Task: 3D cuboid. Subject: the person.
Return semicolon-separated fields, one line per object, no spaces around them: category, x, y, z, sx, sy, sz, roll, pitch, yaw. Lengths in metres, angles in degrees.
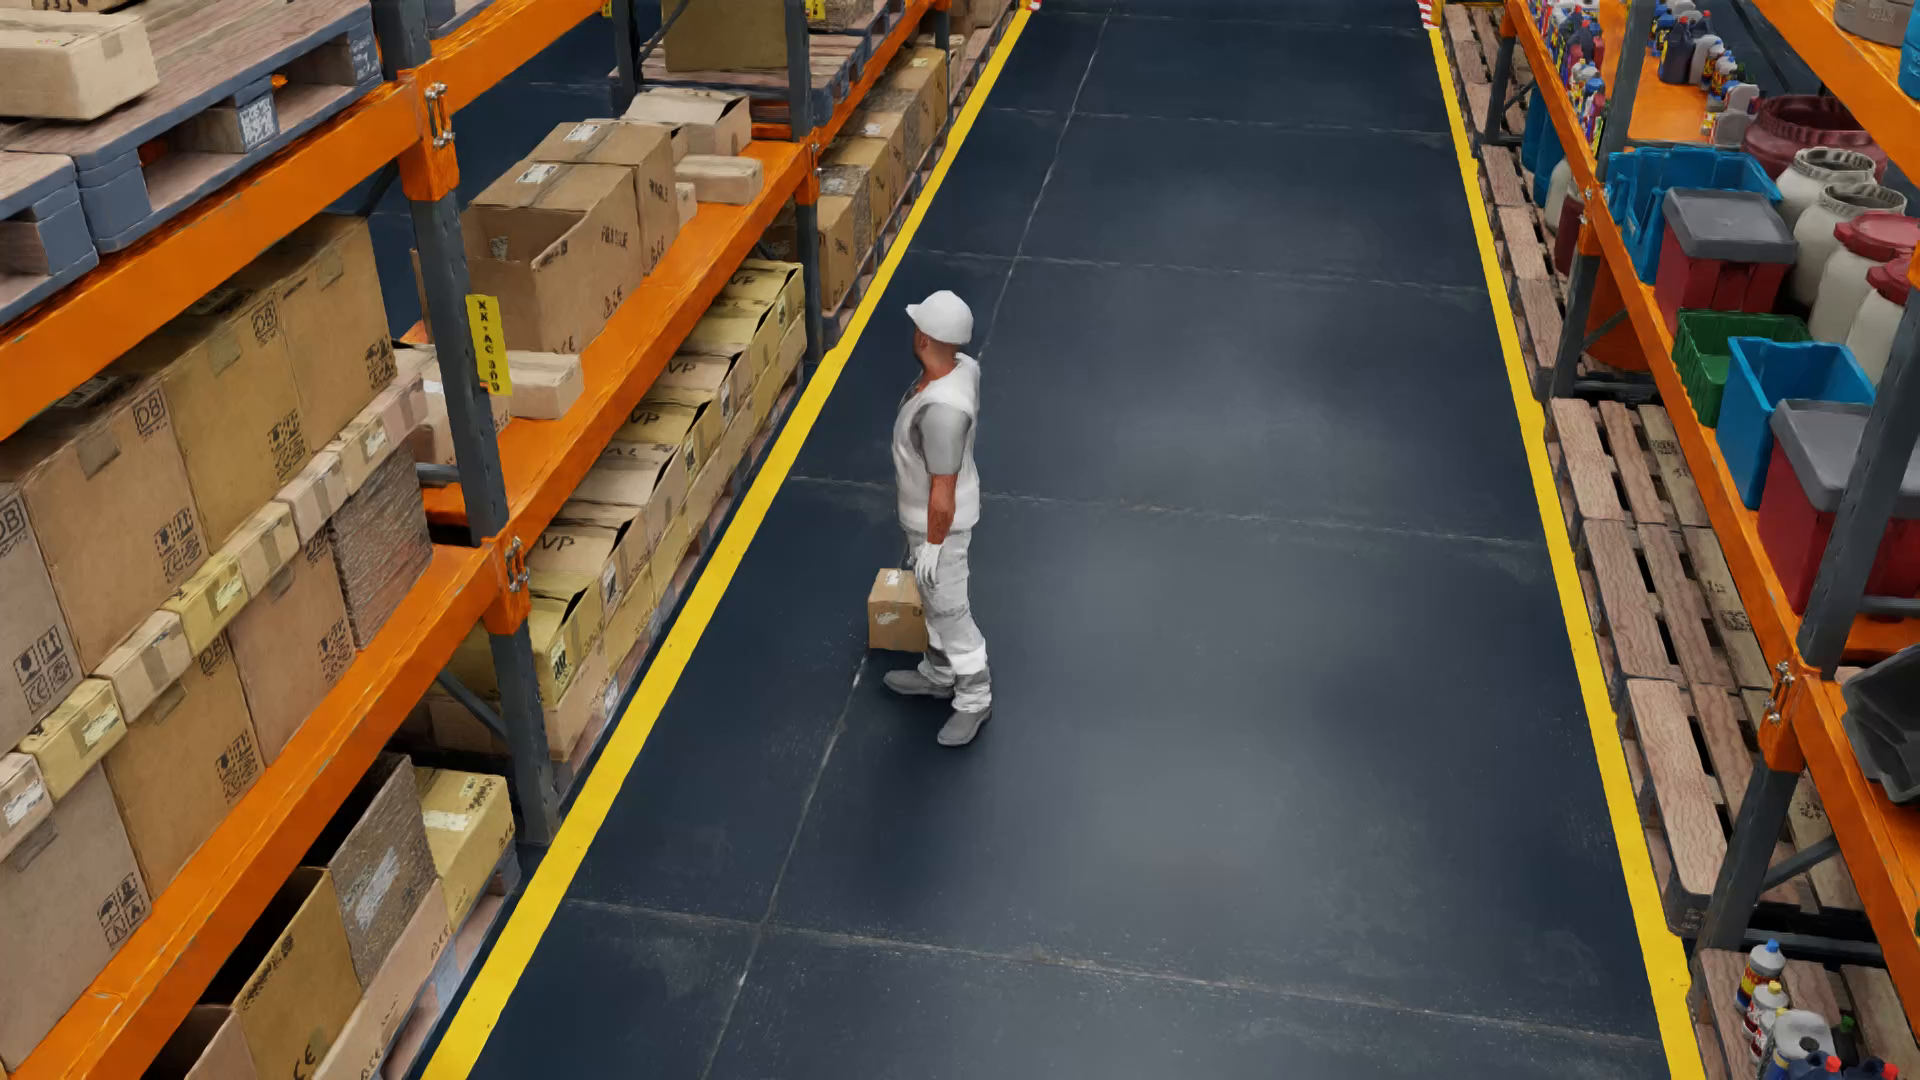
person;-0.093;-0.090;6.234;0.434;1.789;0.585;-1;32;-1
